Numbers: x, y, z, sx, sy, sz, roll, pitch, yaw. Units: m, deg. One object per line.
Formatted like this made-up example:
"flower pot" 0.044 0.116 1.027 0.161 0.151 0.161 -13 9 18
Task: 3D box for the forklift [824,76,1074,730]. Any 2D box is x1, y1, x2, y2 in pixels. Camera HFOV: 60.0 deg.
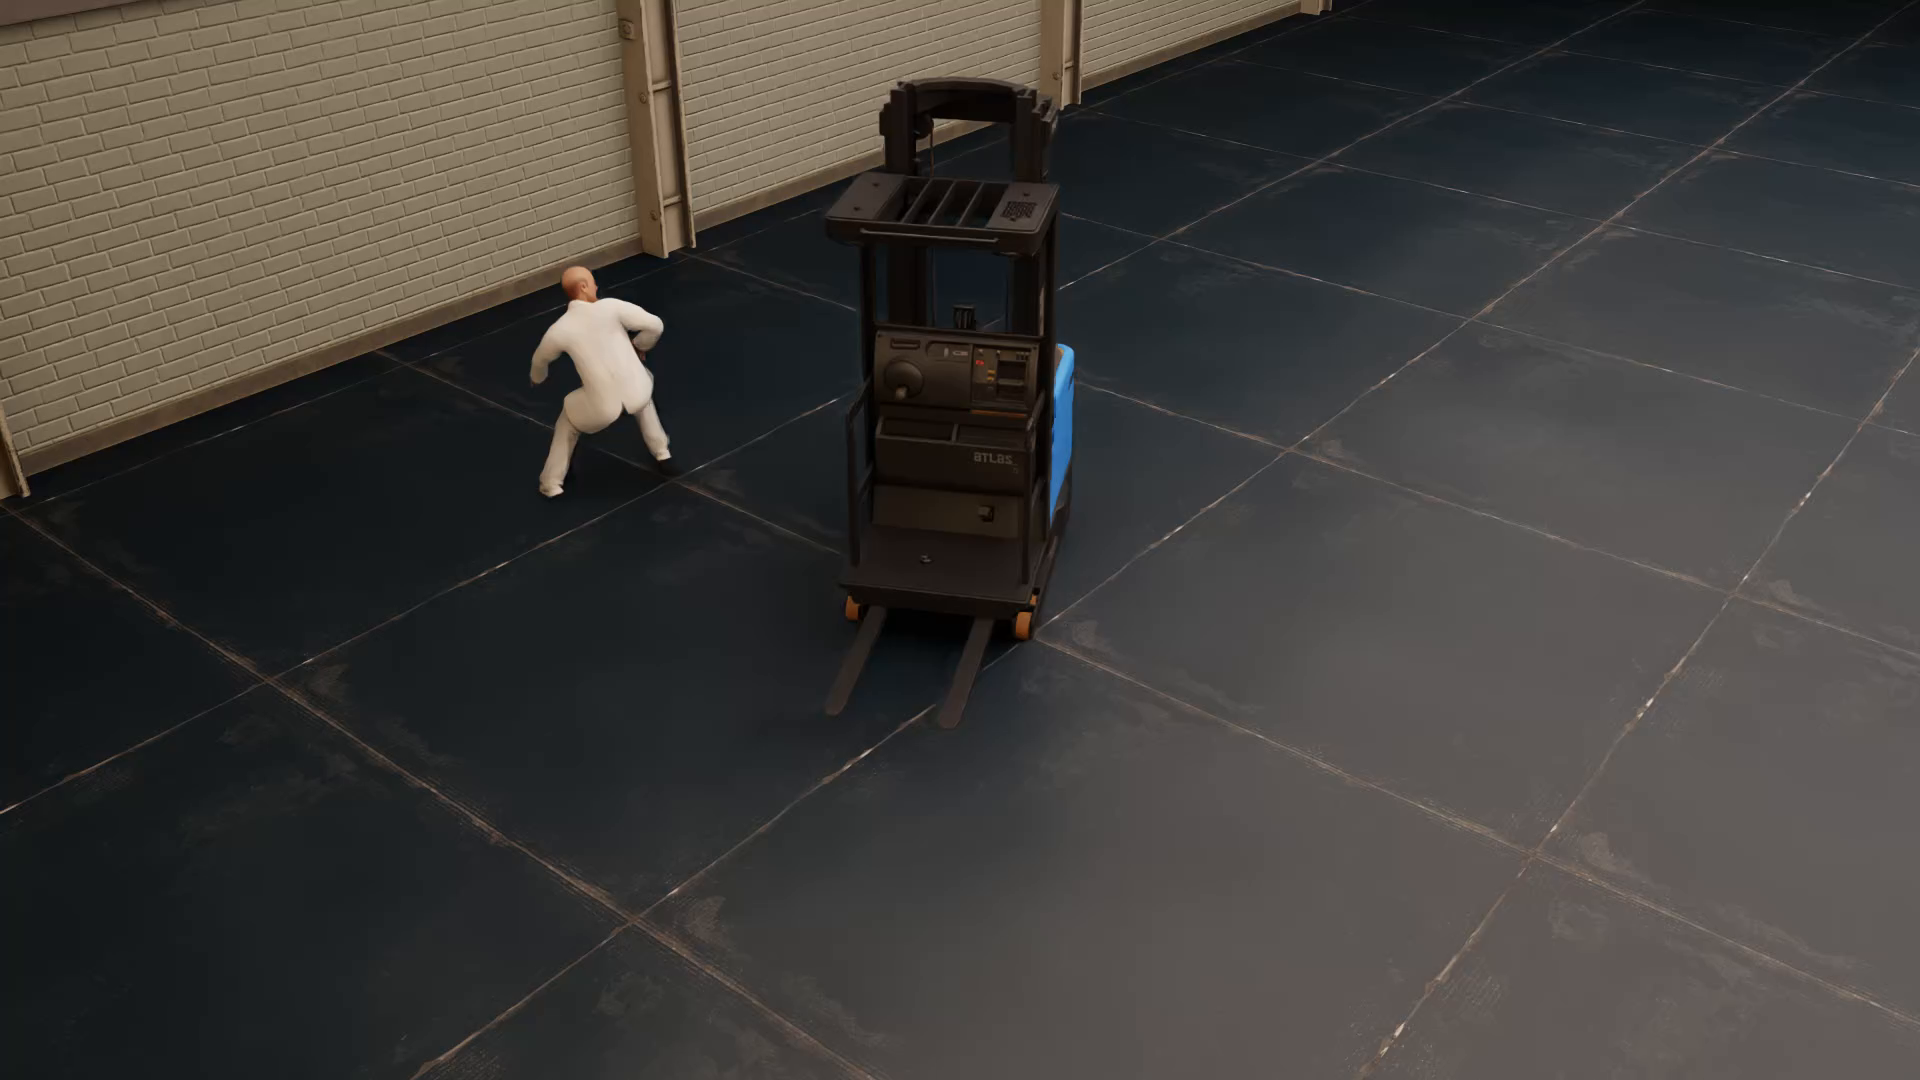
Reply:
"forklift" -0.064 -0.897 9.129 1.130 2.935 3.031 6 31 10

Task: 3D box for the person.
"person" -2.389 -1.040 10.855 0.917 1.561 0.782 -9 32 -16
